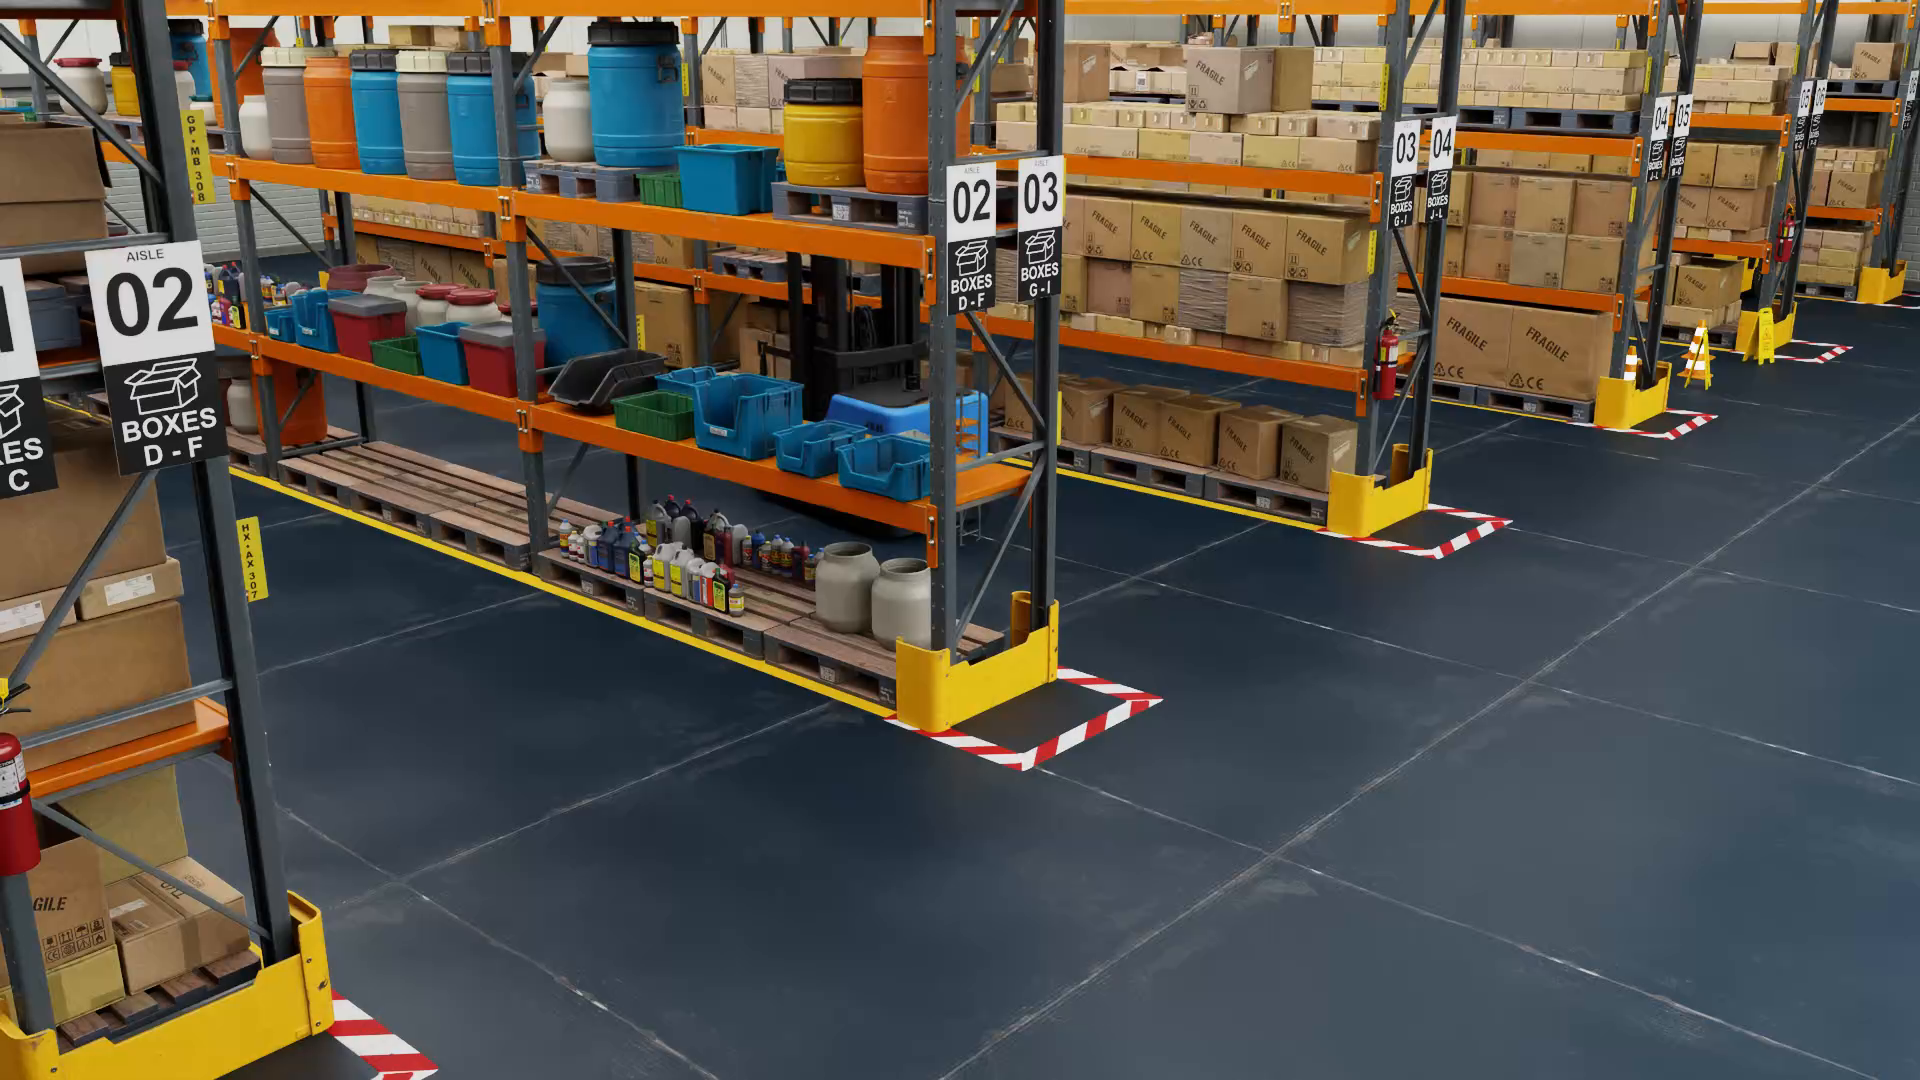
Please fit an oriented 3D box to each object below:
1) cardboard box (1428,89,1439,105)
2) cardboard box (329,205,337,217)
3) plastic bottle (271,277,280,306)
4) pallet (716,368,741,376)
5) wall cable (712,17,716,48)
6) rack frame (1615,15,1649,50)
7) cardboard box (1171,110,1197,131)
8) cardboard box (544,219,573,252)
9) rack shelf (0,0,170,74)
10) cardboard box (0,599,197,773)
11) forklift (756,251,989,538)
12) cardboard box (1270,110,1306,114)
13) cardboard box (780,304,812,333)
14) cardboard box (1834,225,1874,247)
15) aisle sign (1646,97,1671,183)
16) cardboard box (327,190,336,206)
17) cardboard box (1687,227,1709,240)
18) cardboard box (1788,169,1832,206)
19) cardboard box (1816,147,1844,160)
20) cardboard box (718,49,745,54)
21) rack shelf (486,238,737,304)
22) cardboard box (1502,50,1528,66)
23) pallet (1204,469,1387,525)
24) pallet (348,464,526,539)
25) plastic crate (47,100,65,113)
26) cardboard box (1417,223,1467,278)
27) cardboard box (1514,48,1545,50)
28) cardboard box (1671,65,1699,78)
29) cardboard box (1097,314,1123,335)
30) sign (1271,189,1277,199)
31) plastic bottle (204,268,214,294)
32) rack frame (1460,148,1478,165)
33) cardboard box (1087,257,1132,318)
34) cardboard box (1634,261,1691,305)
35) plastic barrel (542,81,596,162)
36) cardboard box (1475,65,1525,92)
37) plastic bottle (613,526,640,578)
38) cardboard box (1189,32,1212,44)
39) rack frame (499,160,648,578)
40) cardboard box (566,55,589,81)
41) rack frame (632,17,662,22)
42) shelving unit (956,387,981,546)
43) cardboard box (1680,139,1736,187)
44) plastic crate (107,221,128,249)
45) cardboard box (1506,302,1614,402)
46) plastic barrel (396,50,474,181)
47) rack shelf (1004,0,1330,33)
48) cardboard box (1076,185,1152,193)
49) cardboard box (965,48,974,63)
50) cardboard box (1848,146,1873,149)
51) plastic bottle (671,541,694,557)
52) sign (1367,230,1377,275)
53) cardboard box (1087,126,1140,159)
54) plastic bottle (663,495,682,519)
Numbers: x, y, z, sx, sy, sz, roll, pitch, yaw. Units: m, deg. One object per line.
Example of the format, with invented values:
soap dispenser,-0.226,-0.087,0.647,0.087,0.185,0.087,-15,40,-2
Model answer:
cardboard box,5.054,-4.597,17.236,0.250,0.149,0.380,15,23,40
cardboard box,-8.427,-4.537,22.864,0.250,0.149,0.380,15,23,40
plastic bottle,-6.475,-2.356,15.771,0.133,0.283,0.061,15,23,39
pallet,-1.906,-1.710,18.150,1.213,0.211,1.003,15,23,39
wall cable,-5.836,-11.152,33.375,0.029,3.000,2.355,15,23,39
rack frame,10.372,-8.618,25.392,0.127,3.000,1.000,15,23,39
cardboard box,1.936,-3.452,13.659,0.250,0.149,0.380,14,22,37
cardboard box,-4.553,-3.697,19.636,0.500,0.500,0.500,14,23,38
rack shelf,-4.580,-2.077,6.630,4.000,0.370,1.077,15,23,39
cardboard box,-3.425,0.506,6.392,0.500,0.500,0.700,15,23,39
forklift,-1.093,-1.790,13.907,1.130,2.935,3.031,-14,23,-38
cardboard box,2.705,-3.463,13.695,0.250,0.149,0.380,15,23,39
cardboard box,-1.565,-2.340,17.691,0.500,0.250,0.500,-15,23,-40
cardboard box,13.130,-4.461,24.409,0.500,0.250,0.500,15,23,38
aisle sign,6.715,-3.849,15.983,0.004,0.787,0.394,15,23,39
cardboard box,-8.294,-4.715,22.767,0.500,0.250,0.500,14,23,38
cardboard box,9.209,-3.821,20.608,0.250,0.149,0.380,15,23,38
cardboard box,12.439,-5.149,24.212,0.500,0.500,0.500,16,24,41
cardboard box,12.537,-5.568,23.967,0.250,0.149,0.380,16,23,40
cardboard box,-3.314,-7.096,24.317,0.250,0.149,0.380,14,22,37
rack shelf,-3.986,-3.255,19.598,4.000,0.370,1.077,15,23,39
cardboard box,5.626,-4.825,16.634,0.250,0.149,0.380,15,23,39
pallet,2.853,-0.447,14.172,1.213,0.211,1.003,15,23,39
pallet,-4.316,-0.337,13.825,1.213,0.211,1.003,15,23,39
plastic crate,-9.516,-4.558,17.771,0.590,0.269,0.497,15,23,39
cardboard box,5.369,-3.171,17.897,0.500,0.550,0.875,15,23,39
cardboard box,5.873,-5.024,17.263,0.250,0.149,0.380,15,23,39
cardboard box,8.918,-5.744,20.391,0.250,0.149,0.380,15,23,39
cardboard box,1.414,-1.917,14.608,0.250,0.149,0.380,15,23,39
sign,3.517,-3.884,18.609,0.005,0.325,0.100,15,23,39
plastic bottle,-7.404,-2.531,16.342,0.097,0.271,0.097,0,18,0
rack frame,7.080,-4.635,22.758,0.127,3.000,1.000,15,23,39
cardboard box,1.589,-2.292,14.719,0.500,0.500,0.875,15,23,39
cardboard box,8.907,-3.285,21.115,0.500,0.500,0.500,16,24,41
plastic barrel,-2.594,-2.825,11.216,0.421,0.512,0.421,0,18,0
cardboard box,5.562,-4.676,16.826,0.500,0.250,0.500,15,23,39
plastic bottle,-2.316,0.074,11.571,0.185,0.351,0.144,14,22,37
cardboard box,4.382,-9.123,30.319,0.258,0.266,0.396,15,23,39
rack frame,-2.786,-1.272,12.162,0.127,3.000,1.000,15,23,39
cardboard box,-4.032,-5.281,18.968,0.637,0.503,0.797,15,23,39
rack frame,-5.106,-8.764,25.850,0.127,3.000,1.000,15,23,39
shelving unit,0.011,-0.569,12.921,0.189,1.200,0.258,15,23,39
cardboard box,9.171,-4.655,20.509,0.500,0.500,0.700,15,23,40
plastic crate,-9.271,-3.174,17.949,0.583,0.464,0.402,15,23,39
cardboard box,6.310,-2.000,17.275,0.875,0.875,0.875,15,23,40
plastic barrel,-3.799,-3.125,12.214,0.600,0.901,0.600,0,18,0
rack shelf,2.374,-6.222,19.693,4.000,0.370,1.077,15,23,39
cardboard box,1.396,-2.931,15.078,0.500,0.500,0.500,15,23,39
cardboard box,0.009,-6.262,21.496,0.258,0.266,0.396,15,23,39
cardboard box,13.097,-5.638,24.188,0.250,0.149,0.380,16,24,41
plastic bottle,-1.919,0.157,11.435,0.135,0.276,0.152,15,23,39
sign,3.110,-2.171,12.557,0.005,0.325,0.100,15,23,39
cardboard box,1.432,-3.396,14.142,0.500,0.250,0.500,14,22,37
plastic bottle,-2.113,-0.155,12.295,0.185,0.351,0.144,14,23,38
